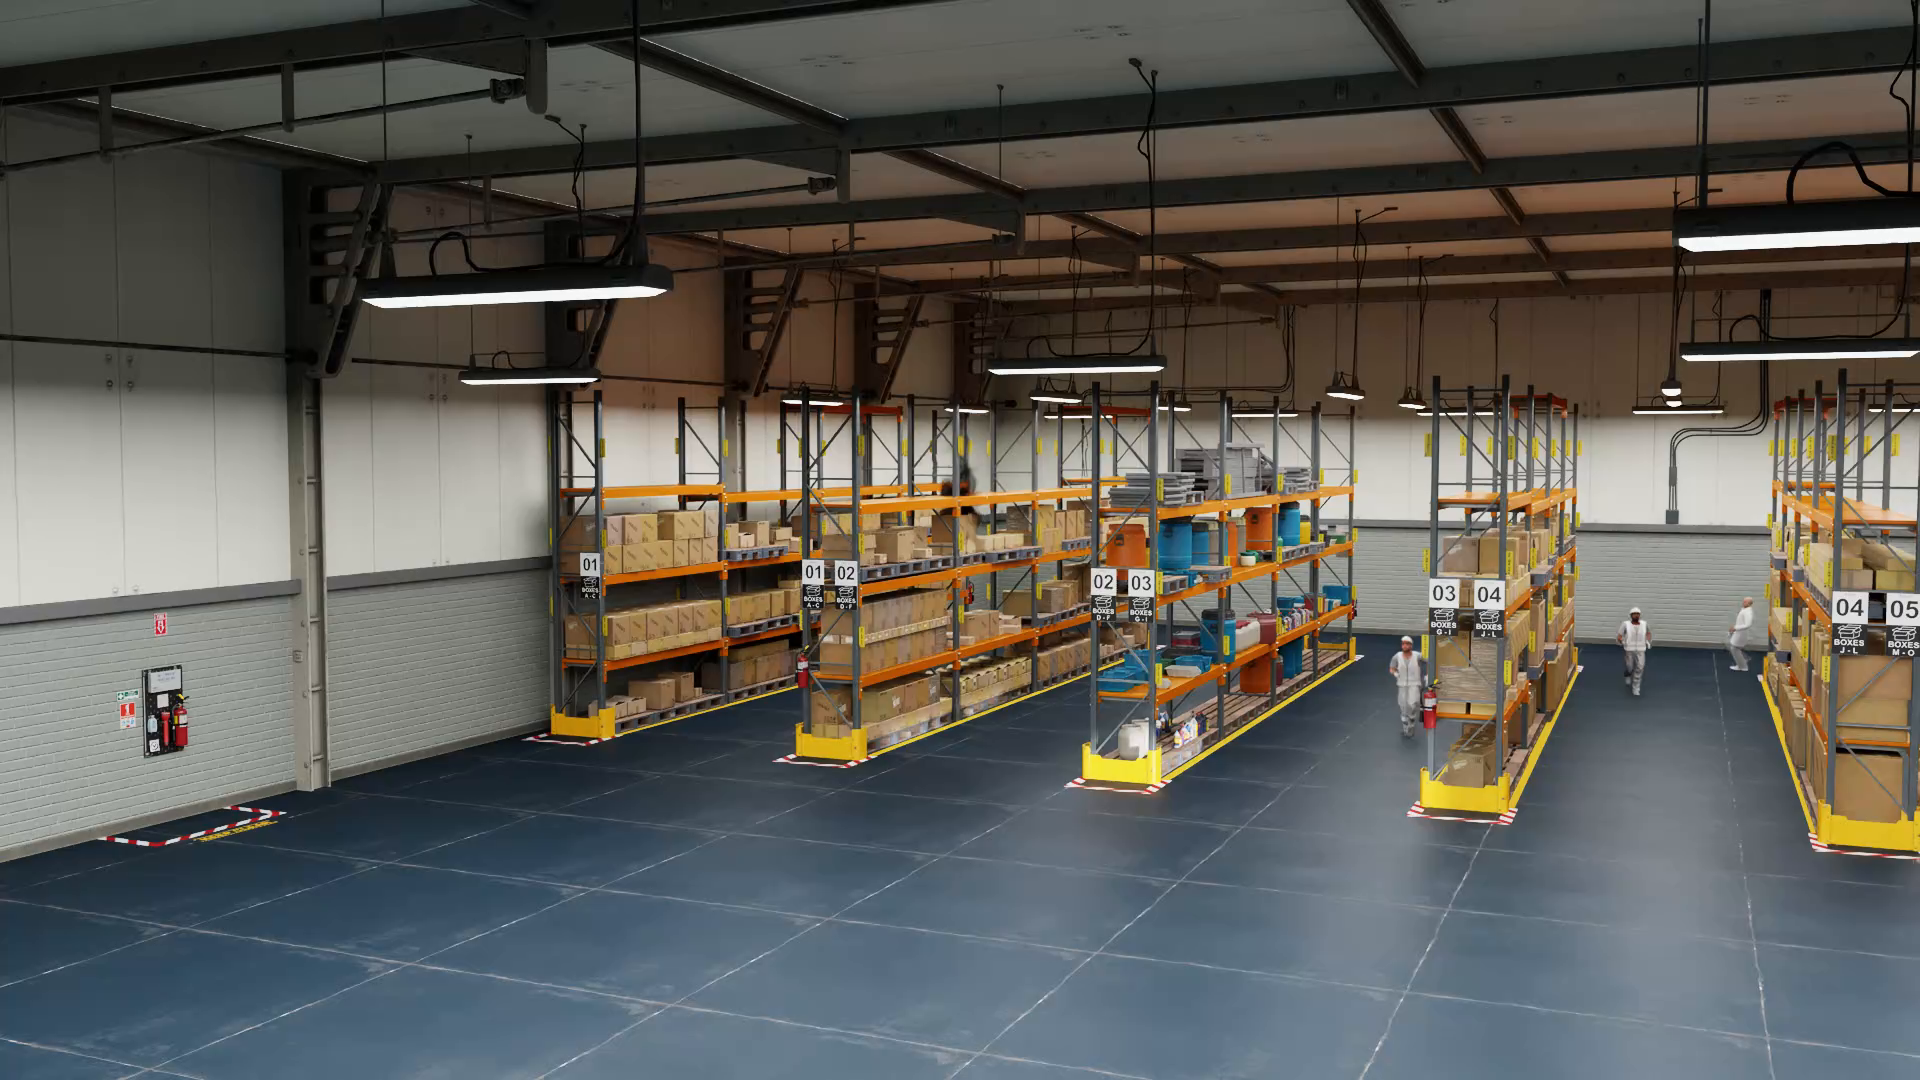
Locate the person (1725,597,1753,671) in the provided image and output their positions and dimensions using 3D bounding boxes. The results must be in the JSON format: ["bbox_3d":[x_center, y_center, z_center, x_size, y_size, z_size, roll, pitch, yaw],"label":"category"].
[{"bbox_3d":[17.416,2.095,37.178,0.559,1.690,0.785,2,4,26],"label":"person"}]

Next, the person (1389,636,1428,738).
[{"bbox_3d":[7.720,2.522,28.560,0.675,1.748,0.852,2,4,28],"label":"person"}]

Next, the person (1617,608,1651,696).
[{"bbox_3d":[13.747,2.255,33.881,0.682,1.766,0.856,1,3,12],"label":"person"}]
